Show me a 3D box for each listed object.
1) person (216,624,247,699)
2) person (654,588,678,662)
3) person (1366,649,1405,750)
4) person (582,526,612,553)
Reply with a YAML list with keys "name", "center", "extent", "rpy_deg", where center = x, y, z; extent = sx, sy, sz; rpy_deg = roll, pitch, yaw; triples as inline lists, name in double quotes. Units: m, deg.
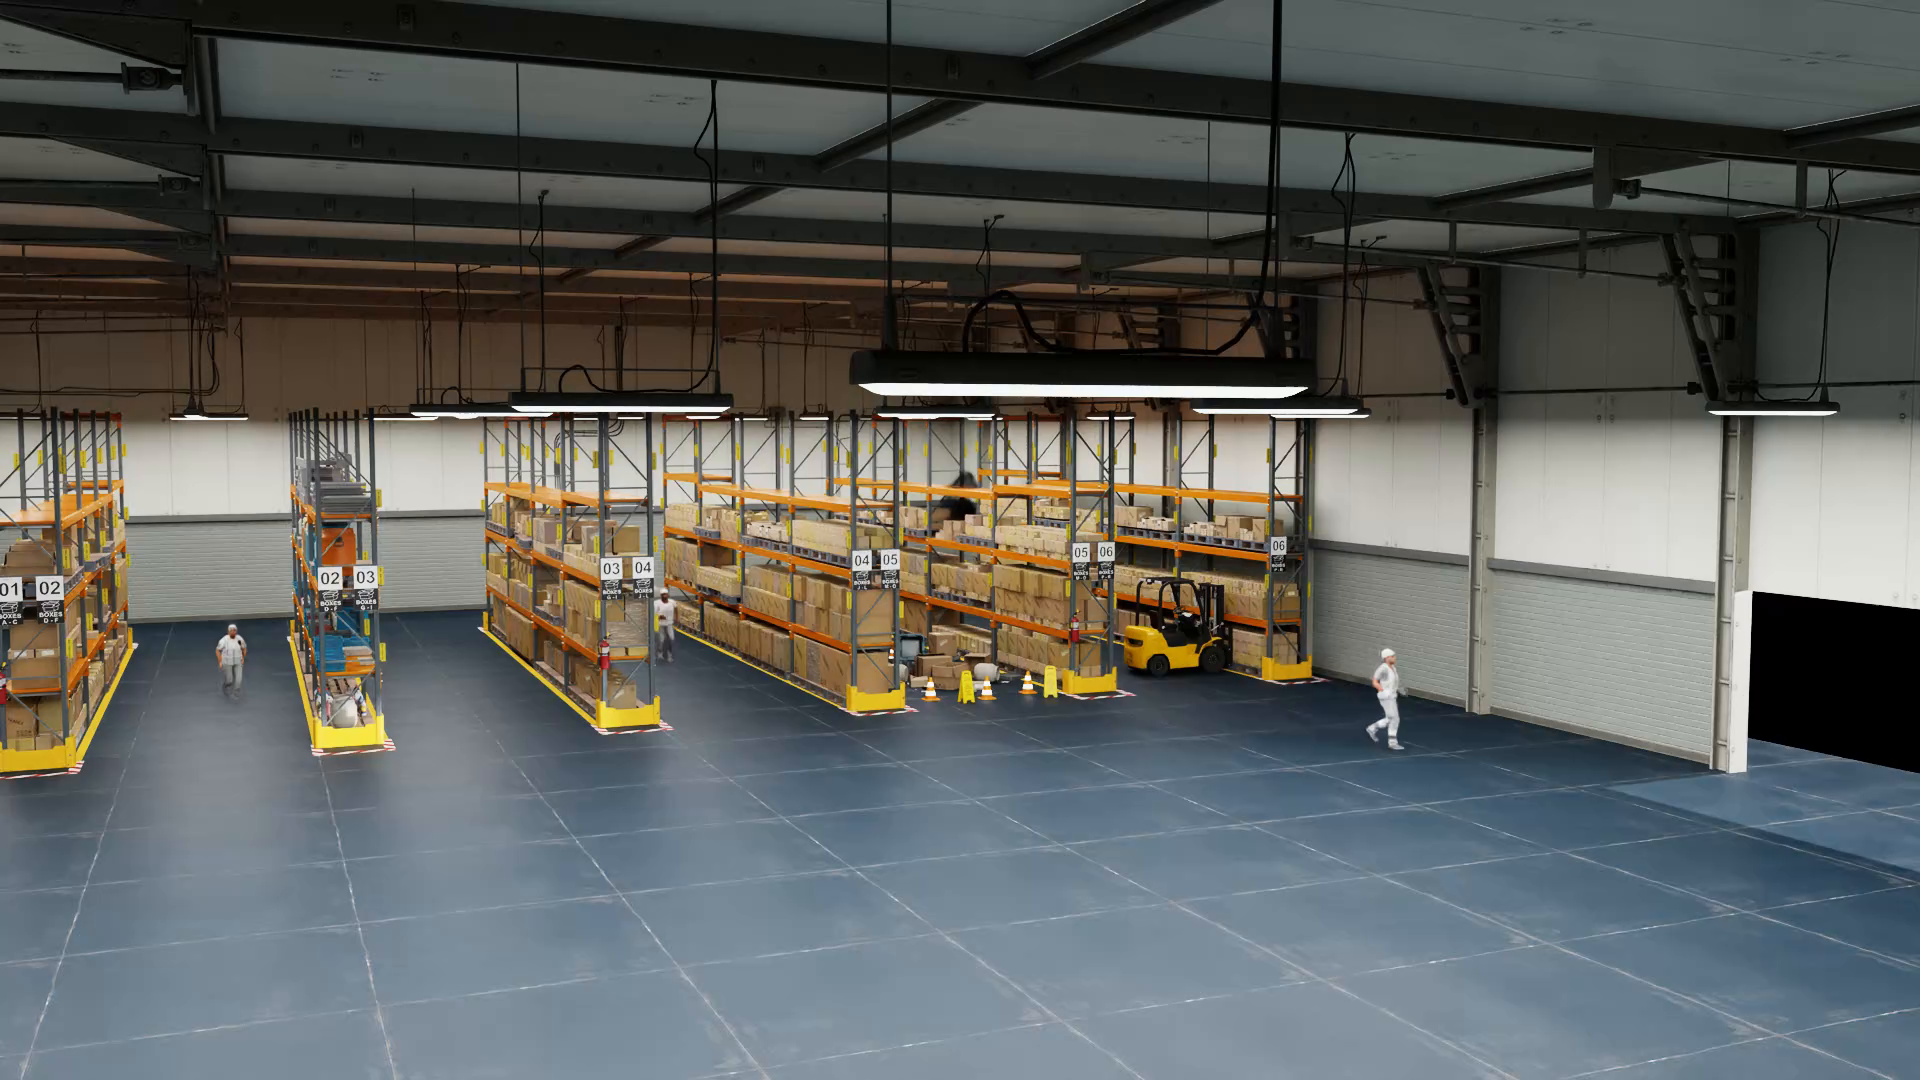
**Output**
- name: "person"
  center: [-14.938, 2.498, 34.149]
  extent: [0.594, 1.543, 0.532]
  rpy_deg: [-3, 5, -35]
- name: "person"
  center: [-7.068, 2.065, 39.955]
  extent: [0.721, 1.821, 0.723]
  rpy_deg: [-2, 4, -26]
- name: "person"
  center: [7.481, 2.791, 29.267]
  extent: [0.740, 1.767, 0.667]
  rpy_deg: [3, 5, 34]
- name: "person"
  center: [-5.598, 0.932, 42.031]
  extent: [3.788, 3.690, 19.138]
  rpy_deg: [0, 4, 0]
